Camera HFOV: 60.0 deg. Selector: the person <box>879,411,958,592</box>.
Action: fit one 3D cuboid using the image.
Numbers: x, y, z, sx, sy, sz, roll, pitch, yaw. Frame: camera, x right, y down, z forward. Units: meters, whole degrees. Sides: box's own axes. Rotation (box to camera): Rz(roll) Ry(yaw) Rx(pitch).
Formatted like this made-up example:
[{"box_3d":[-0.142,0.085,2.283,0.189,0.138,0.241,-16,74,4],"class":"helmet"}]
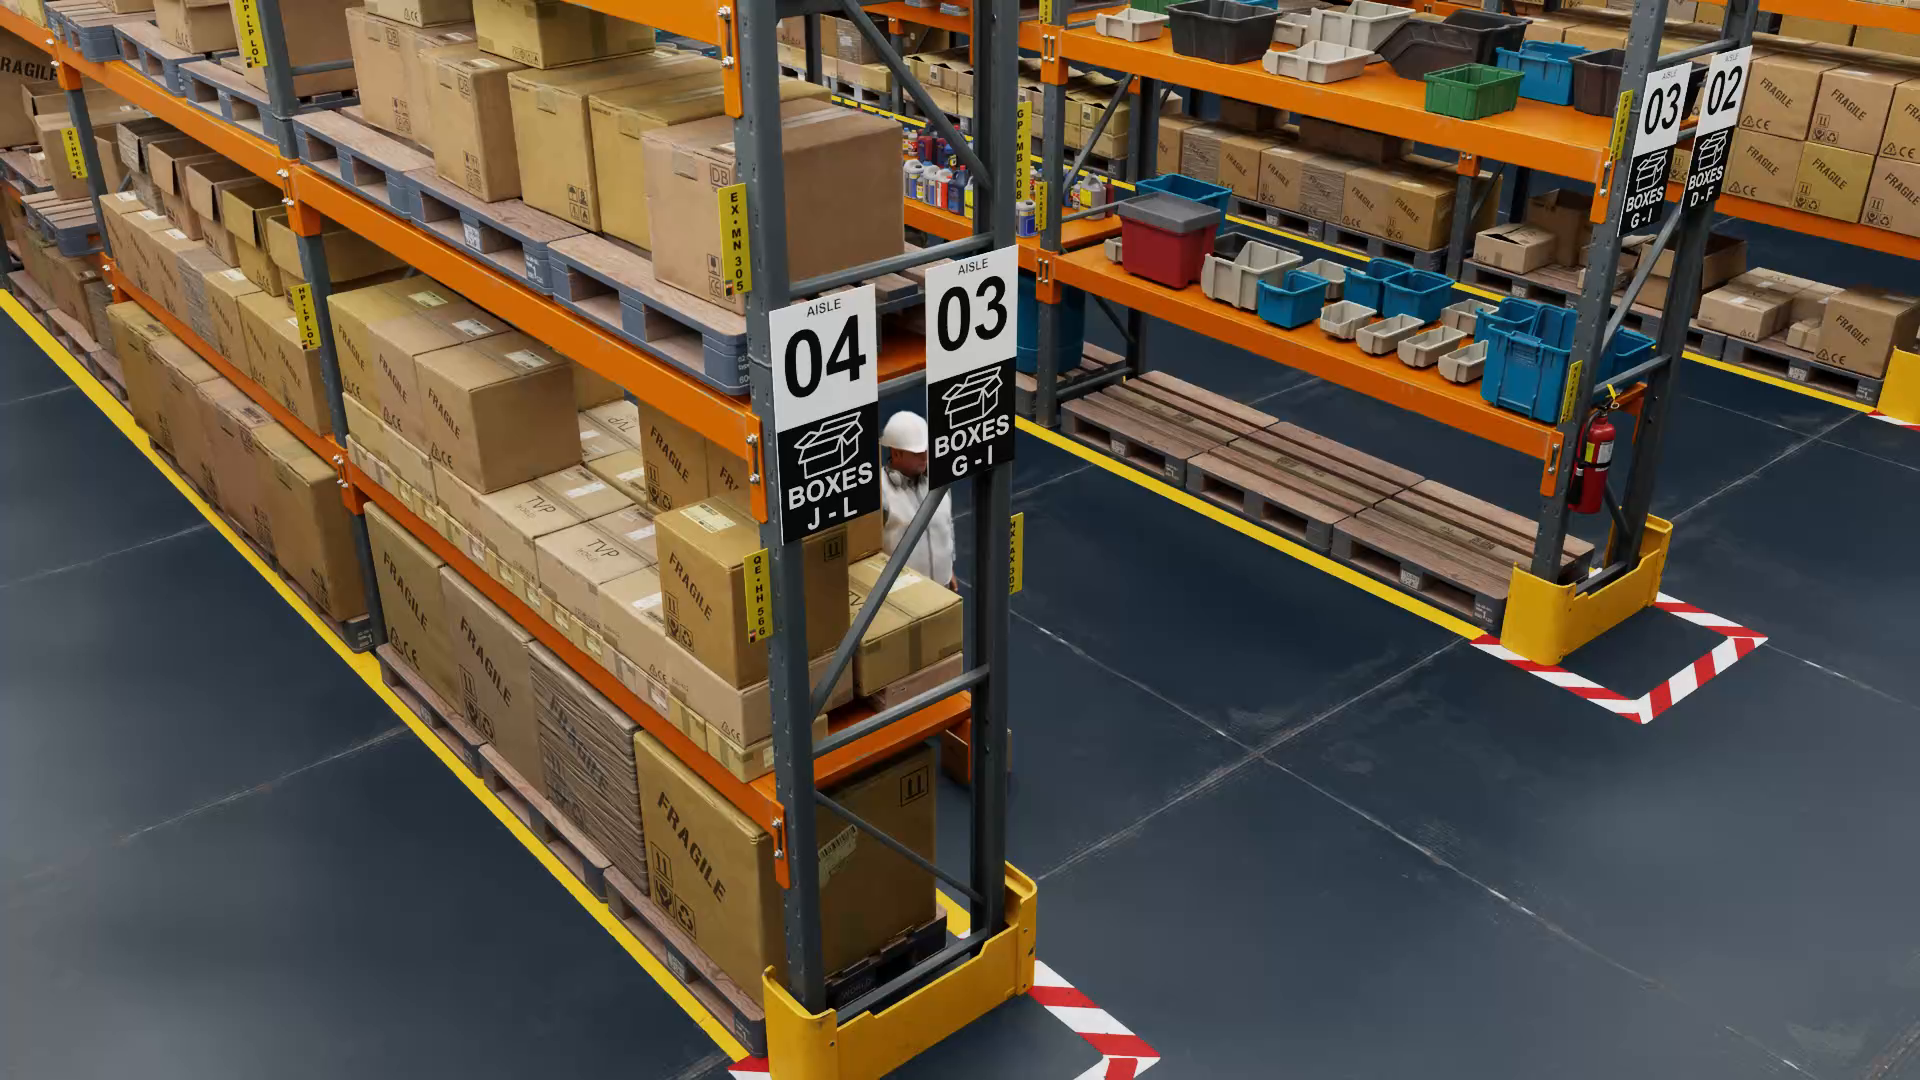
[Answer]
[{"box_3d":[-0.231,0.193,8.238,0.531,1.766,0.359,-21,34,-34],"class":"person"}]
